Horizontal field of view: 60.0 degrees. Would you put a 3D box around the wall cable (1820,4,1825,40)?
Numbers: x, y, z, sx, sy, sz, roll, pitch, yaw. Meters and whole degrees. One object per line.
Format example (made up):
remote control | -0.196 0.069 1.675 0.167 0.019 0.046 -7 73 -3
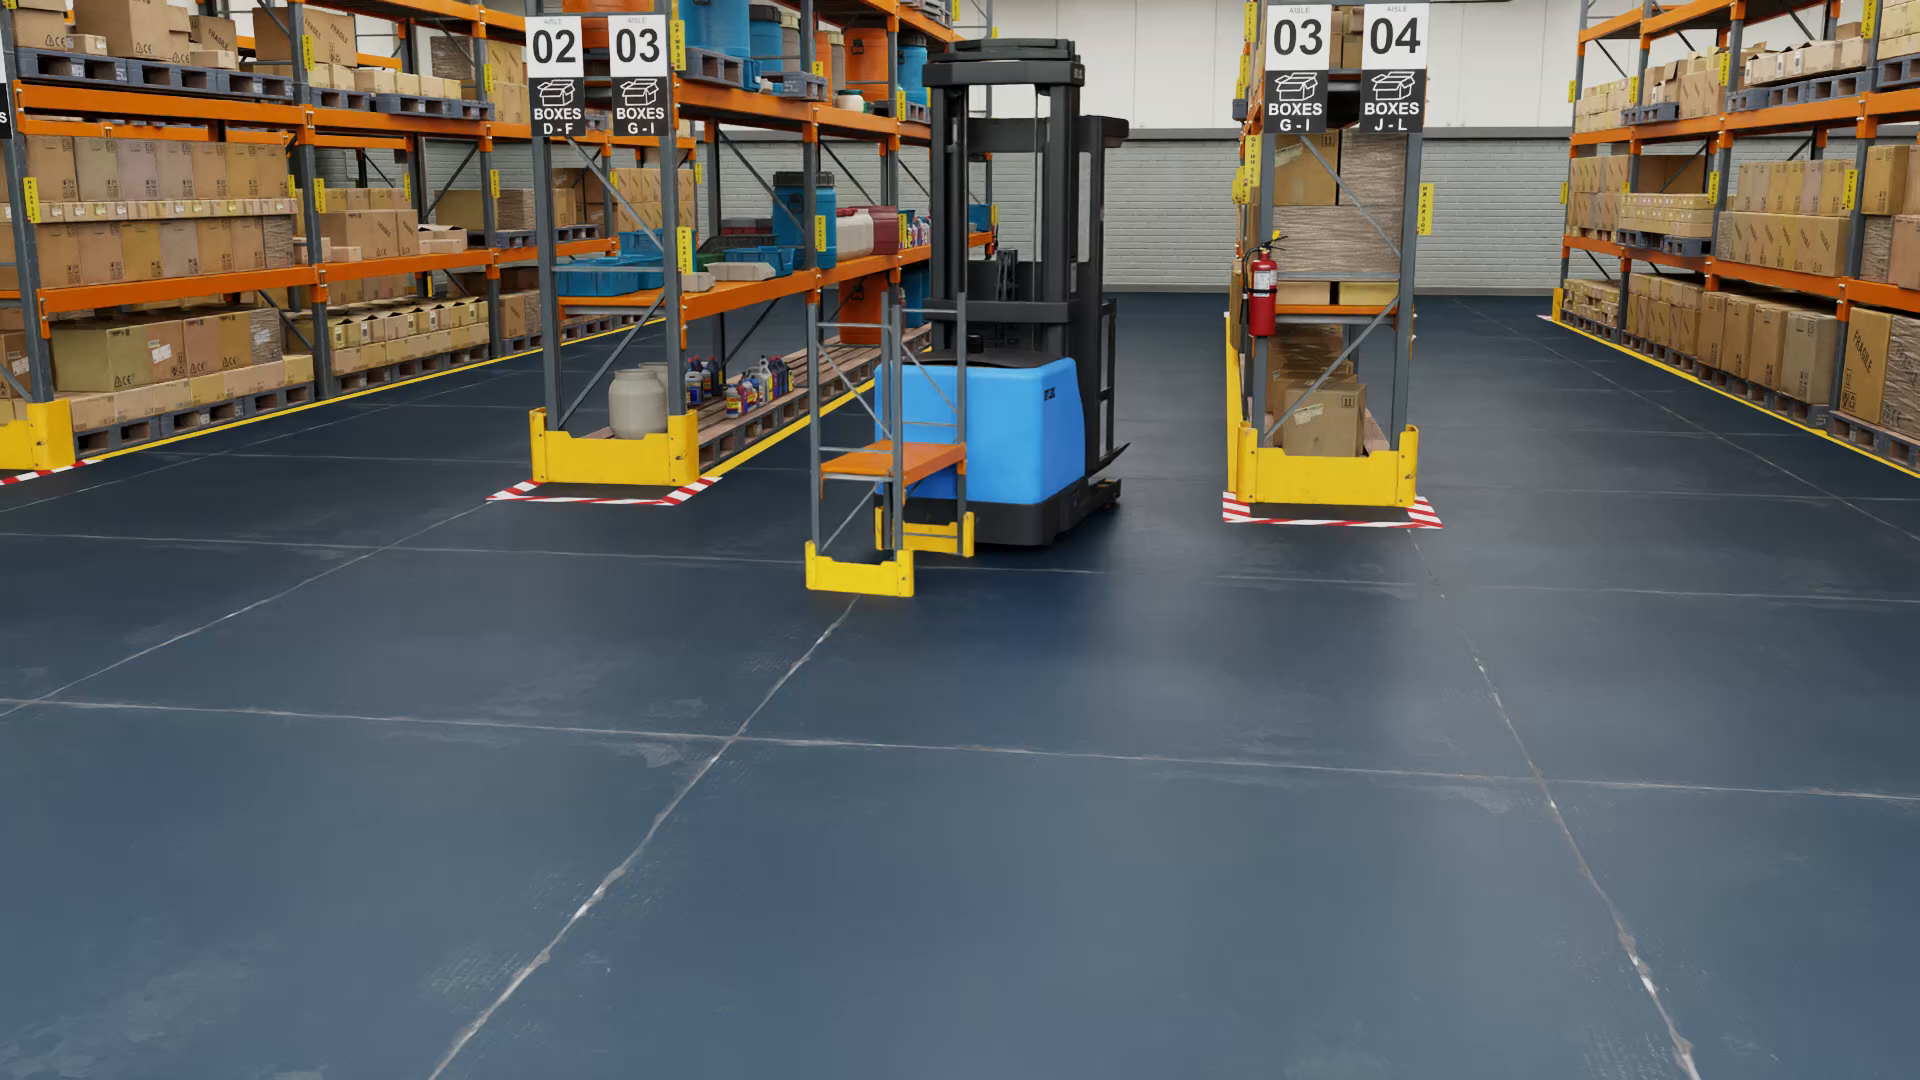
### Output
wall cable | 15.298 -8.858 29.735 0.463 3.000 0.029 2 12 9

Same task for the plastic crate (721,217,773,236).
plastic crate | -2.058 -2.858 15.981 0.402 0.464 0.583 2 12 9

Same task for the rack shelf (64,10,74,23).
rack shelf | -11.312 -5.838 18.381 1.077 0.370 4.000 2 12 9

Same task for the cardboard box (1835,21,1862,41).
cardboard box | 8.574 -4.604 15.647 0.500 0.500 0.500 2 12 9

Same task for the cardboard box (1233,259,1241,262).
cardboard box | 4.216 -3.253 22.015 1.225 0.875 0.875 2 12 9

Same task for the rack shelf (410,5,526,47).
rack shelf | -5.801 -6.511 21.504 1.077 0.370 4.000 2 12 9

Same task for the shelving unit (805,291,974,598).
shelving unit | -0.367 -0.560 9.034 0.587 1.500 1.083 4 13 18

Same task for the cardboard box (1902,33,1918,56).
cardboard box | 7.480 -3.800 12.750 0.380 0.149 0.250 2 12 9

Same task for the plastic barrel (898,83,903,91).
plastic barrel | -0.825 -5.357 19.983 0.294 0.245 0.294 0 12 0

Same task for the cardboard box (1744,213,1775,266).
cardboard box | 8.075 -2.959 16.367 0.500 0.500 0.500 2 12 9

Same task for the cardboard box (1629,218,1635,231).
cardboard box | 8.585 -3.944 20.775 0.380 0.149 0.250 2 12 9

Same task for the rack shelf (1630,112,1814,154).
rack shelf | 8.872 -4.737 19.441 1.077 0.370 4.000 2 12 9

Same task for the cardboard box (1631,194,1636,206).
cardboard box | 8.586 -4.233 20.704 0.380 0.149 0.250 2 12 9

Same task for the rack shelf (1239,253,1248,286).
rack shelf | 3.371 -2.620 16.737 1.077 0.370 4.000 2 12 9

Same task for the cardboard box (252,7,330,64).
cardboard box | -6.590 -4.969 16.389 0.500 0.500 0.500 2 12 9

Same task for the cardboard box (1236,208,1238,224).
cardboard box | 4.569 -5.034 25.882 0.500 0.250 0.500 2 12 7

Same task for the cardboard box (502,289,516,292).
cardboard box | -6.117 -3.013 21.741 0.500 0.500 0.500 1 12 7

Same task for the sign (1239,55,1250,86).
sign | 3.132 -5.165 18.305 0.100 0.325 0.005 2 12 9

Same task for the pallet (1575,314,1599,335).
pallet | 9.433 -3.071 23.743 1.003 0.211 1.213 2 12 9

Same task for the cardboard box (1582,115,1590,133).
cardboard box | 9.388 -6.070 24.274 0.500 0.250 0.500 2 12 10

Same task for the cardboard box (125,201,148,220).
cardboard box | -6.909 -2.700 13.624 0.380 0.149 0.250 1 12 7

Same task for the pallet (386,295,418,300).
pallet | -9.819 -4.002 28.064 1.003 0.211 1.213 2 12 9

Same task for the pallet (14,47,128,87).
pallet | -7.205 -3.614 12.731 1.003 0.211 1.213 2 12 9

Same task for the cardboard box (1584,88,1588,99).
cardboard box | 9.349 -6.537 24.309 0.380 0.149 0.250 2 12 9

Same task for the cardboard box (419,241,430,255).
cardboard box | -6.249 -3.319 18.872 0.380 0.149 0.250 3 12 13

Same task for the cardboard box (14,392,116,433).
cardboard box | -7.037 -1.010 13.088 0.500 0.250 0.500 2 12 9

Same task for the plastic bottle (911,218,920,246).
plastic bottle | -0.587 -3.926 21.205 0.144 0.351 0.185 2 12 9

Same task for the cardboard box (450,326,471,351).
cardboard box | -6.024 -2.346 19.288 0.500 0.250 0.500 2 12 8

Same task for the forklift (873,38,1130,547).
forklift | 0.443 -1.660 10.738 1.130 2.935 3.031 4 13 18

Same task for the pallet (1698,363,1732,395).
pallet | 8.369 -1.681 17.293 1.003 0.211 1.213 2 12 9

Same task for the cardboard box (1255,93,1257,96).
cardboard box | 2.665 -3.752 13.521 0.500 0.250 0.500 2 12 8

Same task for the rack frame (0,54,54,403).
rack frame | -7.339 -2.044 12.358 1.000 3.000 0.127 2 12 9

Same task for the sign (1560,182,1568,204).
sign | 9.259 -5.312 25.467 0.100 0.325 0.005 2 12 9

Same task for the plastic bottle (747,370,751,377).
plastic bottle | -1.829 -1.350 14.542 0.061 0.283 0.133 2 12 9

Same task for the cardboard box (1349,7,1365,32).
cardboard box | 2.720 -3.360 10.755 0.380 0.149 0.250 2 12 8

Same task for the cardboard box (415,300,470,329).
cardboard box | -6.020 -2.619 19.226 0.500 0.311 0.500 2 12 8

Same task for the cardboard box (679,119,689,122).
cardboard box | -4.706 -6.897 26.926 0.500 0.250 0.500 2 12 9

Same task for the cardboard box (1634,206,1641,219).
cardboard box | 8.548 -4.038 20.502 0.380 0.149 0.250 1 12 6

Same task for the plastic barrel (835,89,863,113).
plastic barrel | -1.180 -4.675 17.773 0.301 0.262 0.301 0 12 0

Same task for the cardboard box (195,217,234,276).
cardboard box | -6.942 -2.619 14.788 0.700 0.500 0.500 2 12 9

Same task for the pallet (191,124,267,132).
pallet | -10.481 -5.882 23.502 0.805 0.209 1.217 1 12 6

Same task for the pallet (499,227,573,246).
pallet | -5.814 -4.021 21.985 1.003 0.211 1.213 2 12 9

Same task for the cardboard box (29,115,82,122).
cardboard box | -10.848 -5.143 19.782 0.500 0.311 0.500 2 12 9

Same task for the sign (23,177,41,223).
sign | -6.792 -2.487 12.170 0.100 0.325 0.005 2 12 9

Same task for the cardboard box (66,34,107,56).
cardboard box | -6.984 -3.901 13.120 0.380 0.149 0.250 2 12 9

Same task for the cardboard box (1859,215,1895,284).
cardboard box | 7.904 -2.369 13.512 0.875 0.550 0.550 2 12 9

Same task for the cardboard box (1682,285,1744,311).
cardboard box | 8.411 -2.707 18.590 0.500 0.250 0.500 2 12 7

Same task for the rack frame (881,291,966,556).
rack frame | -0.206 -0.660 9.496 0.500 1.500 0.032 4 13 18

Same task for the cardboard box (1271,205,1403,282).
cardboard box | 2.560 -2.030 11.351 0.875 0.500 0.500 2 12 9

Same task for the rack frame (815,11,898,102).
rack frame | -1.215 -6.481 18.706 1.000 3.000 0.127 2 12 9

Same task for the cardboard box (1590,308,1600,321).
cardboard box | 9.062 -3.158 23.299 0.380 0.149 0.250 2 12 9

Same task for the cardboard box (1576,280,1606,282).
cardboard box | 9.455 -3.814 24.931 0.380 0.149 0.250 2 12 10

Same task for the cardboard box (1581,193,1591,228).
cardboard box | 9.308 -4.767 24.051 0.500 0.500 0.500 2 12 9

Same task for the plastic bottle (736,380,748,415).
plastic bottle | -1.806 -1.184 13.770 0.061 0.283 0.133 2 12 10

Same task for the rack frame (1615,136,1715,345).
rack frame | 9.180 -4.039 21.613 1.000 3.000 0.127 2 12 9

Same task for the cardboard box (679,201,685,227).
cardboard box | -4.755 -5.214 26.828 0.500 0.500 0.500 2 12 9
